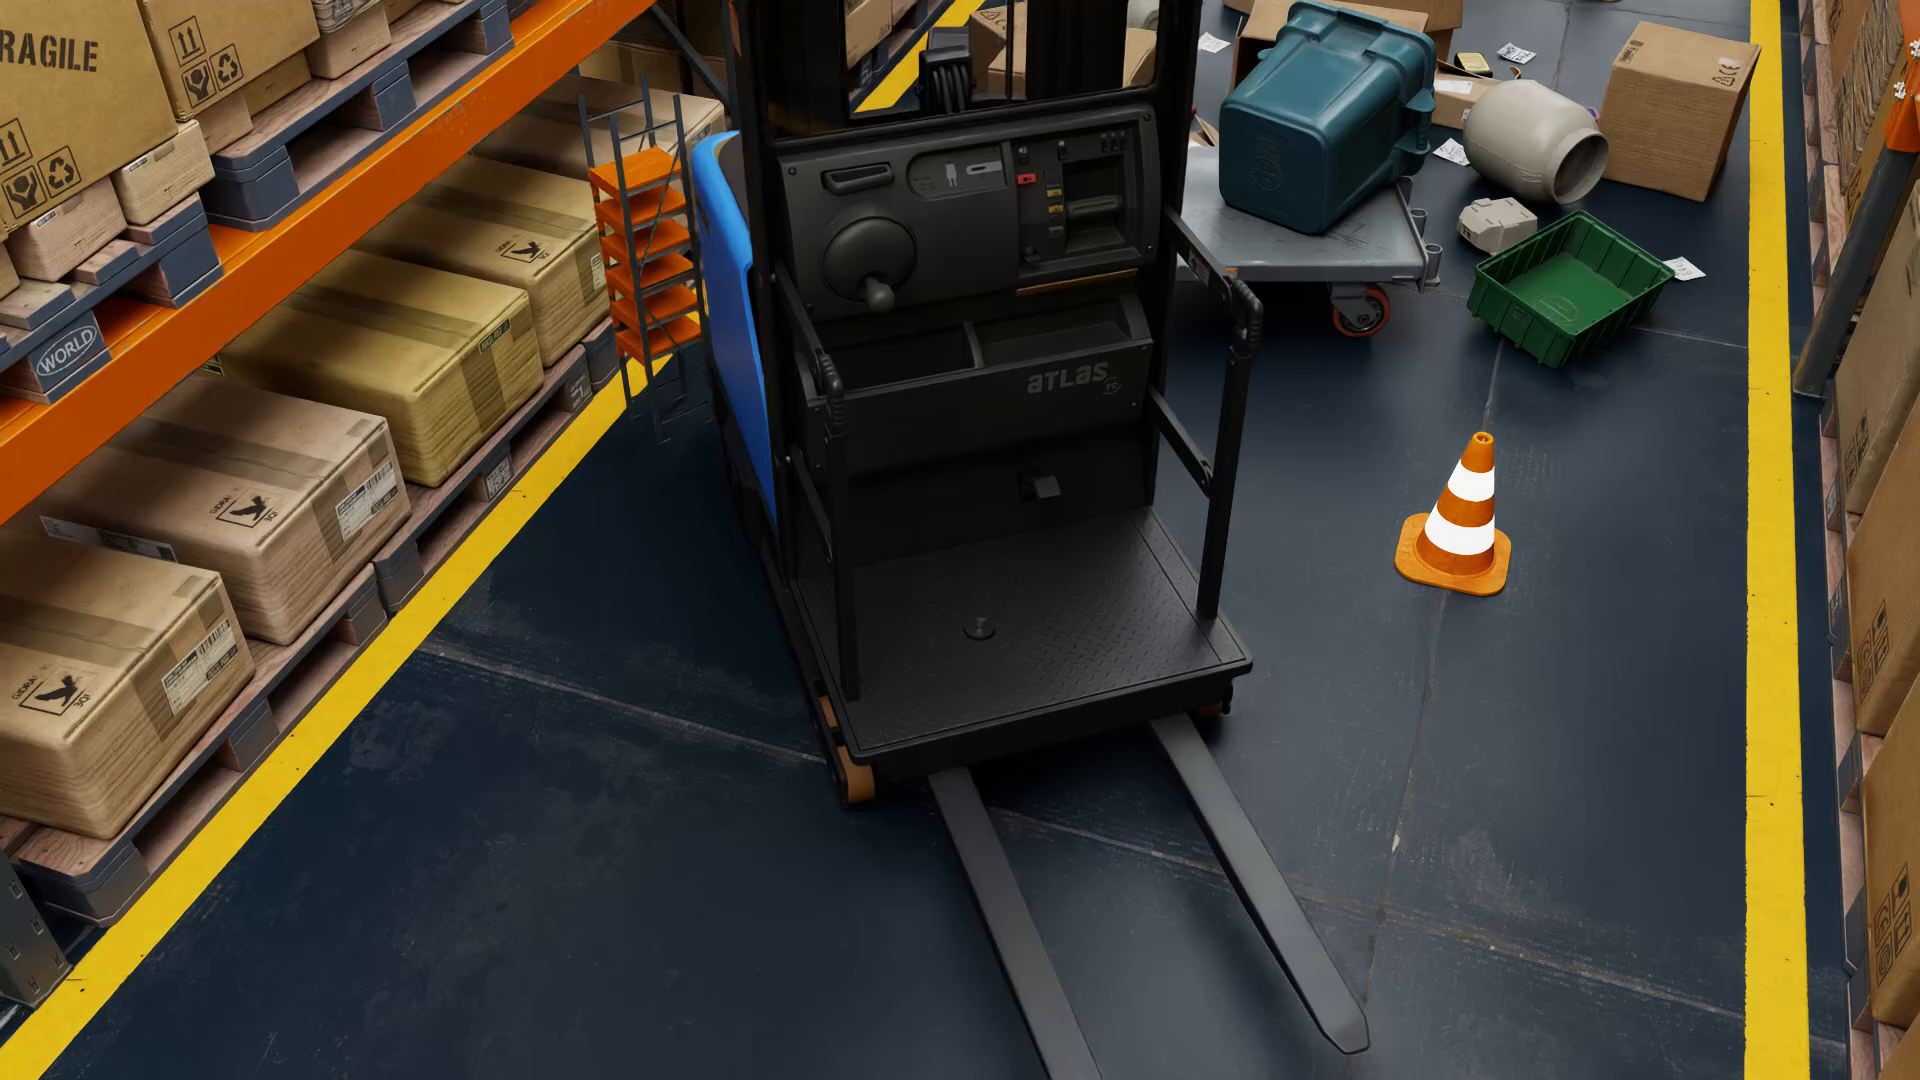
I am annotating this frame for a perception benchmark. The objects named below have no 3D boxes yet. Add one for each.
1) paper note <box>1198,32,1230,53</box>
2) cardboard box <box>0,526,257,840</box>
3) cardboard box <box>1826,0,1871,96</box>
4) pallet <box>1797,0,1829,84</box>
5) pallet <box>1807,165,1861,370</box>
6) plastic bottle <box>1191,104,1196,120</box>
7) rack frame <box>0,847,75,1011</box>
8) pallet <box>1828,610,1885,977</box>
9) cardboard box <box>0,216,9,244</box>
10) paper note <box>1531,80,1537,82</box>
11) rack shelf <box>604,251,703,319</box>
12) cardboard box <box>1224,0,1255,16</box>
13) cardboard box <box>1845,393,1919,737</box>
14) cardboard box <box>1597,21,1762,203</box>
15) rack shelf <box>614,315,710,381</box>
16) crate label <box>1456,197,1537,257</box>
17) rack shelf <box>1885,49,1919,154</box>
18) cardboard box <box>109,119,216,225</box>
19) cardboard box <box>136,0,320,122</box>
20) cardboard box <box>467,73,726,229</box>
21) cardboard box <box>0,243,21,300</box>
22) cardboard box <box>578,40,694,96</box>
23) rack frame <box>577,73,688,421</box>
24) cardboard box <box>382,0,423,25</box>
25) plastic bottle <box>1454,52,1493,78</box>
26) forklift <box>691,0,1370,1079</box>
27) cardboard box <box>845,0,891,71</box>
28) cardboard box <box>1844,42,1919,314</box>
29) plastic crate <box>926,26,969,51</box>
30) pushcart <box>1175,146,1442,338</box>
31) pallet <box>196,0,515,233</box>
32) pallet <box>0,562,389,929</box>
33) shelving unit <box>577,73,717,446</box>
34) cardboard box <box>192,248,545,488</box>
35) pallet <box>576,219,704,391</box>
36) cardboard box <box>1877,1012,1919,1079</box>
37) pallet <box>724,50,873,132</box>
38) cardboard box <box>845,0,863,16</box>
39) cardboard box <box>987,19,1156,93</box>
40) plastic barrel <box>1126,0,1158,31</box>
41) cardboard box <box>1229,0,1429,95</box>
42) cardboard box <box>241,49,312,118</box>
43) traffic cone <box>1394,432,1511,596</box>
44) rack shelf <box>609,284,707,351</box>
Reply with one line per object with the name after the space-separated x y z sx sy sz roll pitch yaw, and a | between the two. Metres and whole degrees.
1.214 -2.416 8.067 0.148 0.019 0.142 29 48 29 | paper note
-2.435 0.324 4.261 0.950 0.372 0.625 11 42 12 | cardboard box
4.316 -2.402 7.068 0.875 0.875 0.875 13 42 14 | cardboard box
4.584 -2.450 7.960 1.003 0.211 1.213 13 42 15 | pallet
3.750 -0.962 6.215 1.003 0.211 1.213 13 42 15 | pallet
0.934 -1.867 7.391 0.133 0.061 0.283 21 45 22 | plastic bottle
-2.638 -0.174 3.143 1.000 3.000 0.127 13 42 15 | rack frame
2.808 0.718 4.246 1.003 0.211 1.213 13 42 15 | pallet
-2.266 -0.708 3.139 0.500 0.500 0.500 12 42 14 | cardboard box
2.632 -2.116 7.722 0.123 0.001 0.032 -29 48 -29 | paper note
-0.989 -0.837 5.375 0.258 0.103 0.180 -29 48 -29 | rack shelf
1.548 -2.721 8.325 0.250 0.149 0.380 -29 48 -29 | cardboard box
2.955 0.106 4.225 1.050 0.750 0.750 13 42 15 | cardboard box
2.983 -1.801 6.974 0.500 0.500 0.500 21 45 22 | cardboard box
-0.989 -0.654 5.531 0.258 0.103 0.180 -29 48 -29 | rack shelf
2.139 -1.251 6.611 0.298 0.136 0.250 -13 42 -15 | crate label
2.733 -0.083 3.591 1.077 0.370 4.000 13 42 15 | rack shelf
-1.973 -0.880 3.840 0.380 0.149 0.250 14 42 15 | cardboard box
-1.919 -1.353 3.895 0.500 0.500 0.500 14 42 16 | cardboard box
-1.447 -1.453 6.343 0.950 0.372 0.625 14 42 16 | cardboard box
-2.223 -0.560 3.465 0.380 0.149 0.250 11 42 12 | cardboard box
-1.320 -2.148 7.251 0.500 0.250 0.500 15 43 17 | cardboard box
-1.048 -0.916 5.399 0.240 1.200 0.006 -29 48 -29 | rack frame
-1.735 -1.546 4.621 0.380 0.149 0.250 12 42 14 | cardboard box
2.408 -2.193 7.773 0.133 0.061 0.283 0 40 0 | plastic bottle
0.109 -0.710 3.825 1.130 2.935 3.031 -12 42 -14 | forklift
-0.642 -2.355 7.495 0.500 0.250 0.500 16 43 18 | cardboard box
3.697 -1.296 5.772 0.875 0.875 0.875 14 42 16 | cardboard box
0.038 -2.278 7.859 0.402 0.080 0.583 0 40 0 | plastic crate
0.890 -1.140 6.296 1.648 0.377 0.936 0 40 0 | pushcart
-1.999 -1.317 4.631 1.003 0.211 1.213 13 42 15 | pallet
-2.369 0.411 4.606 1.003 0.211 1.213 13 42 15 | pallet
-0.989 -0.871 5.346 0.258 1.200 0.189 -29 48 -29 | shelving unit
-1.926 -0.589 5.331 0.950 0.372 0.625 15 43 17 | cardboard box
-1.535 -1.078 6.350 1.003 0.211 1.213 13 42 15 | pallet
2.341 1.208 2.933 1.050 0.750 0.750 13 42 14 | cardboard box
-1.073 -1.970 7.397 1.003 0.211 1.213 13 42 15 | pallet
-0.642 -2.642 7.252 0.500 0.500 0.500 15 43 17 | cardboard box
0.413 -1.574 6.126 0.500 0.500 0.500 13 42 15 | cardboard box
0.814 -2.477 7.828 0.421 0.421 0.512 -21 45 -22 | plastic barrel
1.565 -1.950 7.043 0.797 0.637 0.503 13 42 15 | cardboard box
-1.904 -1.225 4.245 0.380 0.149 0.250 15 43 17 | cardboard box
1.539 -0.129 5.044 0.336 0.463 0.334 13 42 15 | traffic cone
-0.989 -0.746 5.453 0.258 0.103 0.180 -29 48 -29 | rack shelf
